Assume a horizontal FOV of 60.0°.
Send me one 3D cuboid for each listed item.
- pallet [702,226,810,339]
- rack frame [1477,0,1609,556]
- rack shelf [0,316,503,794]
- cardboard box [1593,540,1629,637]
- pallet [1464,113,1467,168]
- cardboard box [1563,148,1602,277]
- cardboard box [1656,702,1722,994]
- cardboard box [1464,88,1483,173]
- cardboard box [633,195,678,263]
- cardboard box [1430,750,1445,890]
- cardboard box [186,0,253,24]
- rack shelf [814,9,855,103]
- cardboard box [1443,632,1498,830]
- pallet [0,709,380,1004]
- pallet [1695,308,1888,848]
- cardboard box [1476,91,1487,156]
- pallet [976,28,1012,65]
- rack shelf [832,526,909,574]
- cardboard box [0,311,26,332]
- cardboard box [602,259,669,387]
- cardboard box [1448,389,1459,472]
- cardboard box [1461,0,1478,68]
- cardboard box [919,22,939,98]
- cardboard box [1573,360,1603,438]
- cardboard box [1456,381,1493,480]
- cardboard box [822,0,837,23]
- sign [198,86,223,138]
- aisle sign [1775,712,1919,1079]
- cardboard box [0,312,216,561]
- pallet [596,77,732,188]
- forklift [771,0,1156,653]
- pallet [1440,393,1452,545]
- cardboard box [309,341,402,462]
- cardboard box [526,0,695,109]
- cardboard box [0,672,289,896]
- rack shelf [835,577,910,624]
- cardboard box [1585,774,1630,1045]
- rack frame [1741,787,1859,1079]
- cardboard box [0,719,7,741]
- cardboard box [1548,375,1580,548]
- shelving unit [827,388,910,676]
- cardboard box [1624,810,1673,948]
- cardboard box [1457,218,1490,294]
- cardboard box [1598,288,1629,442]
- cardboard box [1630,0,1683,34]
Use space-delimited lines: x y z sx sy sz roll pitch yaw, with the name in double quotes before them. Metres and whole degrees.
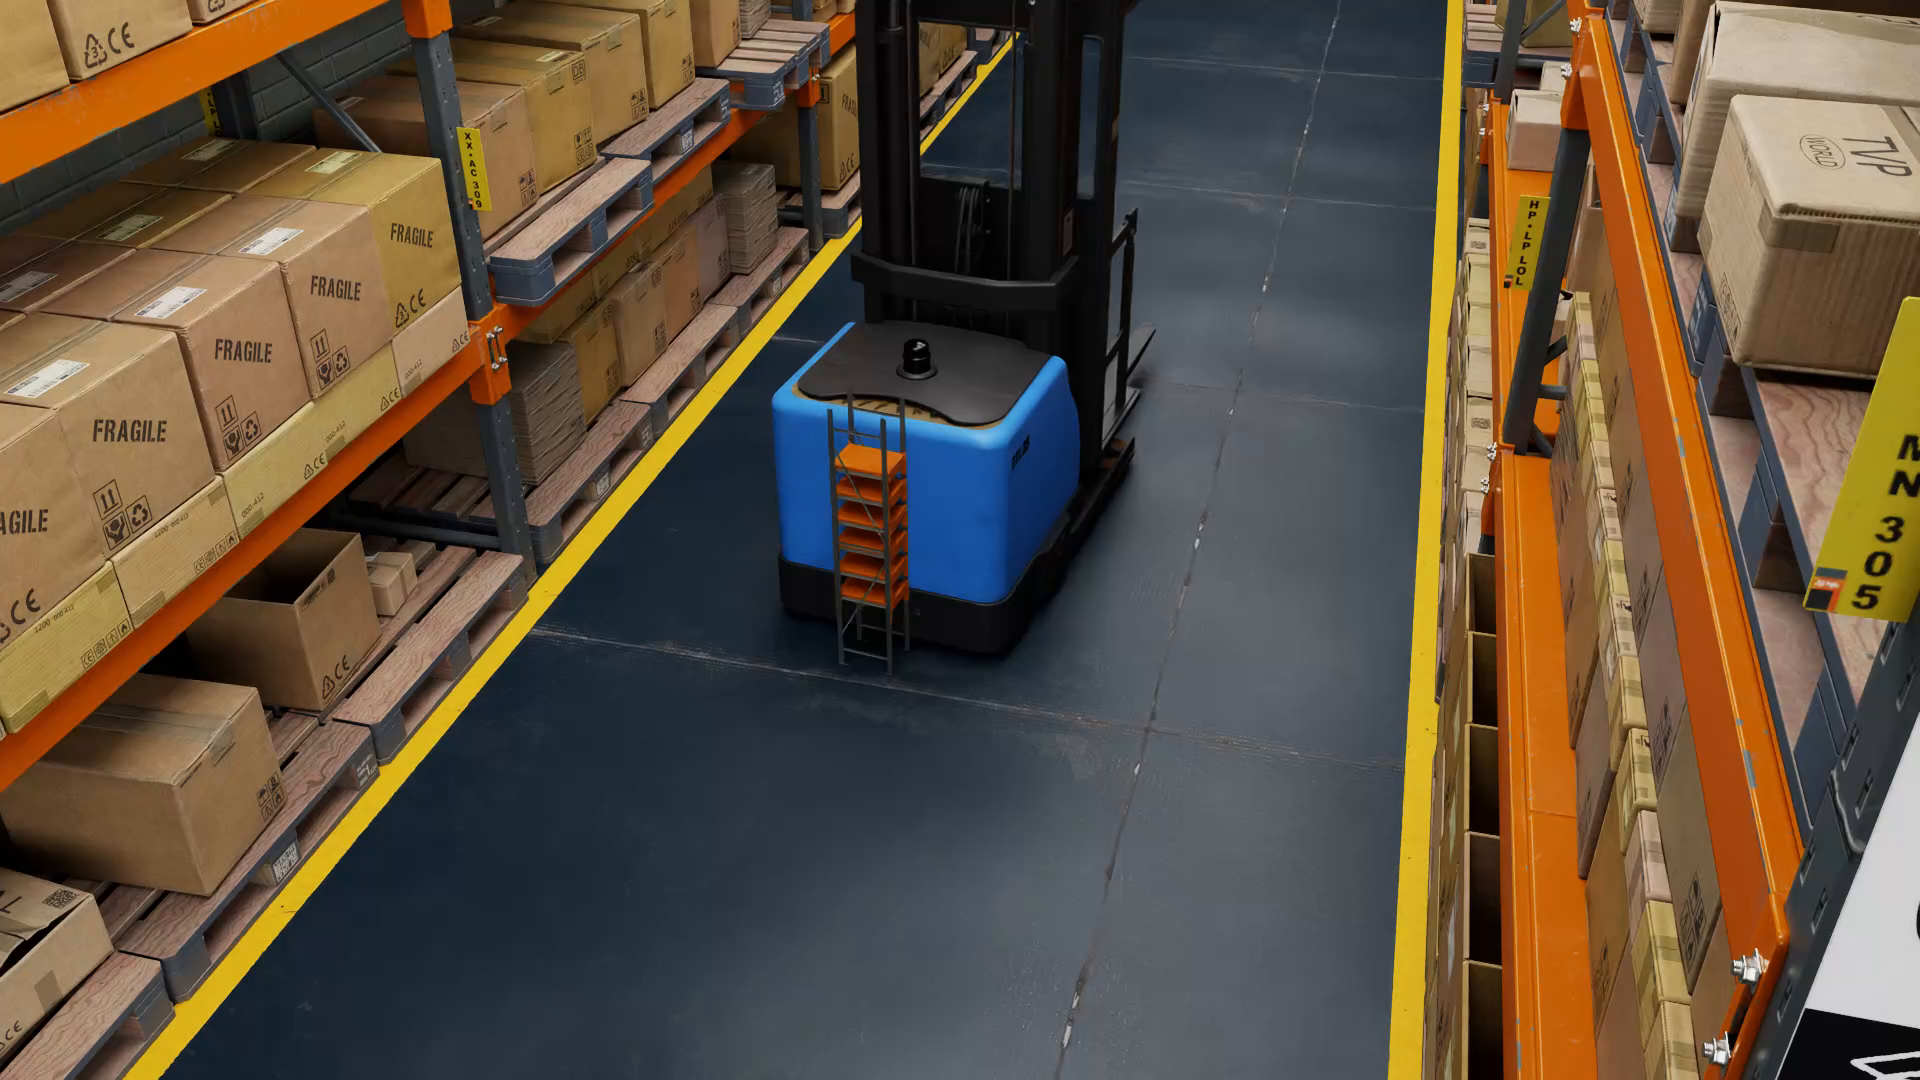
"pallet" -1.579 -1.620 10.101 1.003 0.211 1.213 8 33 12
"rack frame" 2.399 -0.454 5.667 1.000 3.000 0.127 8 33 12
"rack shelf" -2.901 0.215 5.286 1.077 0.370 4.000 8 33 12
"cardboard box" 1.753 0.148 4.024 0.380 0.149 0.250 8 33 12
"pallet" 4.259 -3.001 12.274 1.003 0.211 1.213 8 33 12
"cardboard box" 2.870 -1.425 7.103 0.500 0.500 0.500 8 33 12
"cardboard box" 1.656 0.491 2.879 0.700 0.500 0.500 7 33 11
"cardboard box" 3.683 -2.719 11.151 0.500 0.500 0.500 7 33 11
"cardboard box" -1.842 -1.713 8.870 0.500 0.250 0.500 8 33 12
"cardboard box" 1.856 0.988 5.572 0.500 0.250 0.500 8 33 12
"cardboard box" -2.424 -1.886 5.013 0.500 0.500 0.500 5 33 8
"rack shelf" -0.871 -3.936 11.816 1.077 0.370 4.000 8 33 12
"cardboard box" 1.859 0.672 5.370 0.500 0.500 0.500 8 33 12
"pallet" -2.838 1.039 5.919 1.003 0.211 1.213 8 33 12
"pallet" 1.588 0.030 2.193 1.003 0.211 1.213 8 33 12
"cardboard box" 3.434 -2.524 10.145 0.500 0.250 0.500 9 34 14
"pallet" -0.095 -4.485 14.608 1.003 0.211 1.213 8 33 12
"rack shelf" -0.357 0.025 6.675 0.258 0.103 0.180 12 34 18
"cardboard box" -3.103 -0.376 4.967 0.500 0.500 0.500 8 33 13
"cardboard box" -1.972 -1.175 8.723 0.700 0.500 0.500 8 33 13
"cardboard box" 2.613 -0.517 7.938 0.500 0.250 0.500 9 33 13
"cardboard box" 4.299 -4.070 13.276 0.500 0.500 0.500 8 33 12
"cardboard box" -0.626 -3.731 12.435 0.750 0.750 0.750 9 34 14
"cardboard box" 2.016 -0.392 4.873 0.380 0.149 0.250 7 33 11
"cardboard box" 2.479 -0.486 7.367 0.500 0.311 0.500 8 33 12
"cardboard box" -0.999 -3.373 10.475 0.380 0.149 0.250 8 33 13
"sign" -2.932 -1.688 6.531 0.100 0.325 0.005 8 33 12
"aisle sign" 1.083 0.519 1.714 0.394 0.787 0.004 8 33 12
"cardboard box" -2.605 -0.311 4.865 0.500 0.500 0.500 9 34 14
"pallet" -1.842 -2.088 8.417 1.003 0.211 1.213 8 33 12
"forklift" 0.226 -1.551 7.458 1.130 2.935 3.031 12 34 18
"pallet" 2.855 -0.300 8.024 1.003 0.211 1.213 8 33 12
"cardboard box" -2.355 -0.527 5.904 0.500 0.250 0.500 8 33 13
"cardboard box" -1.783 -2.535 8.438 0.700 0.500 0.500 8 33 12
"cardboard box" -2.767 0.802 5.612 0.700 0.500 0.500 6 33 9
"rack shelf" -0.357 0.227 6.804 0.258 0.103 0.180 12 34 18
"cardboard box" 1.775 0.809 3.588 0.700 0.500 0.500 8 33 13
"rack frame" 1.383 1.622 2.402 1.000 3.000 0.127 8 33 12
"cardboard box" -2.860 0.523 4.252 0.500 0.250 0.500 7 33 11
"cardboard box" 2.292 -0.265 5.277 0.700 0.500 0.500 7 33 11
"shelving unit" -0.357 -0.013 6.651 0.258 1.200 0.189 12 34 18
"cardboard box" 1.492 0.683 3.182 0.380 0.149 0.250 8 33 13
"cardboard box" 2.997 -1.551 9.043 0.500 0.311 0.500 9 34 14
"cardboard box" 2.165 -0.550 4.516 0.700 0.500 0.500 8 33 12
"cardboard box" 1.879 -1.412 3.941 0.500 0.311 0.500 6 33 10
